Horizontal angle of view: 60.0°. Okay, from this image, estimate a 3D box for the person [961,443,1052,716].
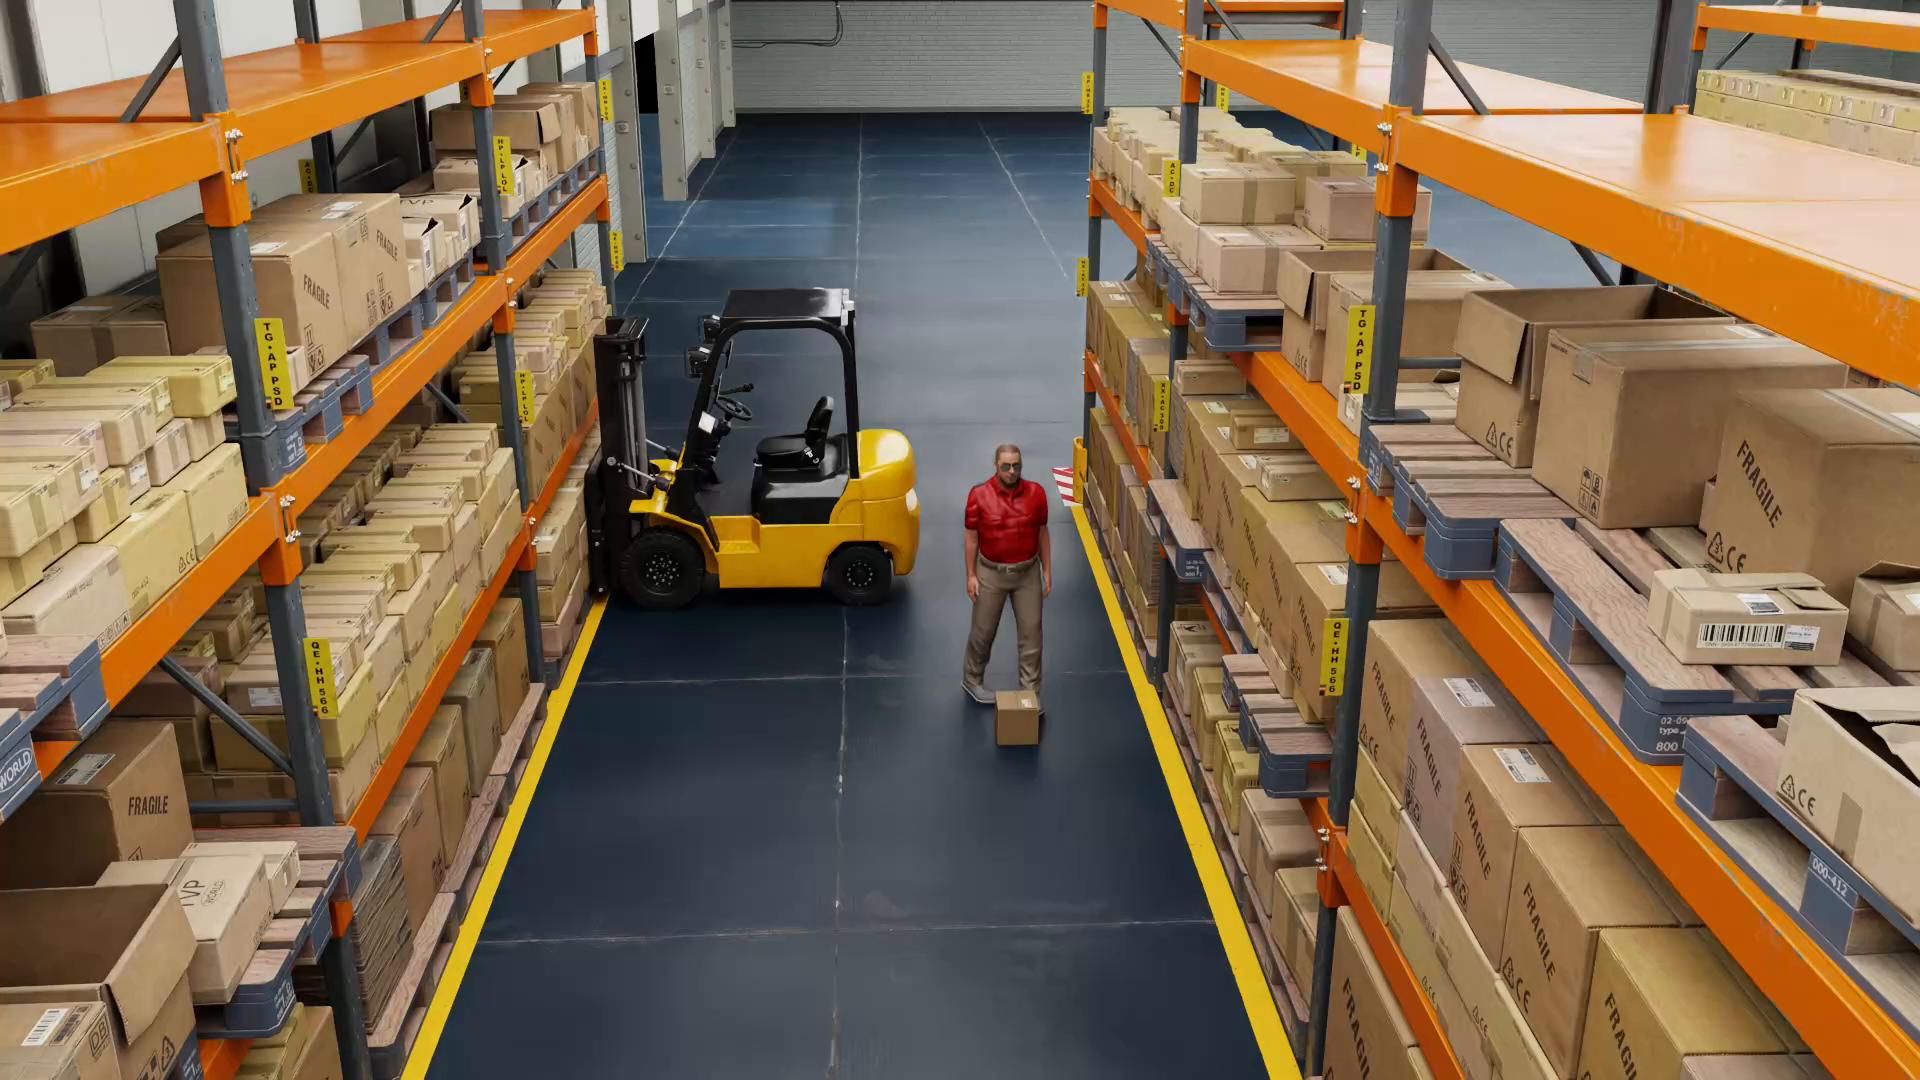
[{"bbox_3d":[0.320,0.251,10.428,0.559,1.740,0.578,-4,21,-11],"label":"person"}]
